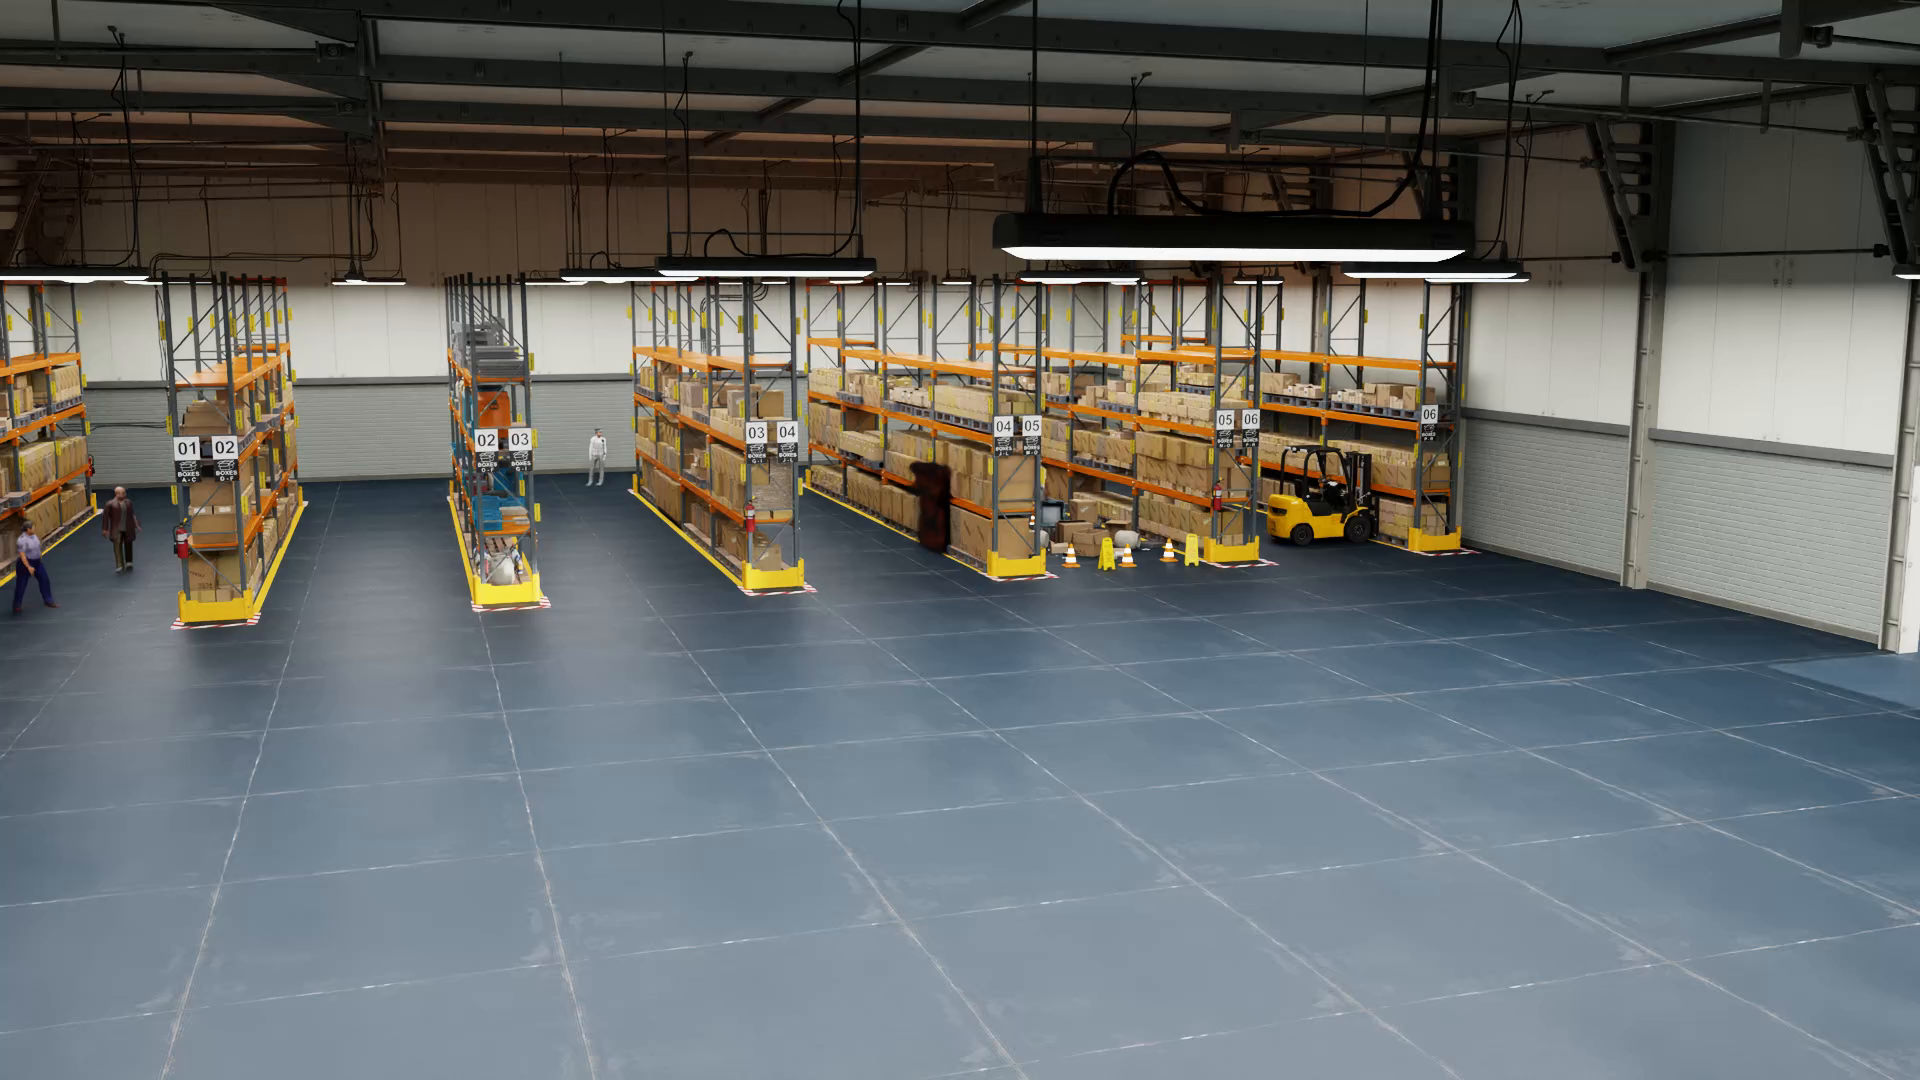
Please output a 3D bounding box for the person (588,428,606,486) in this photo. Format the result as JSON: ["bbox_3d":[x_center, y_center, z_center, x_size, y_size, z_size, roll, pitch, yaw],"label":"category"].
[{"bbox_3d":[-10.649,-2.445,48.712,0.565,1.685,0.356,-1,9,-10],"label":"person"}]

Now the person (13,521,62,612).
[{"bbox_3d":[-16.609,0.459,29.763,0.611,1.647,0.668,2,9,11],"label":"person"}]

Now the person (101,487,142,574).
[{"bbox_3d":[-16.998,-0.218,33.708,0.731,1.728,1.129,-4,10,-26],"label":"person"}]

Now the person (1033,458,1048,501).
[{"bbox_3d":[1.918,-1.210,40.552,0.379,1.669,0.490,-2,9,-16],"label":"person"}]
